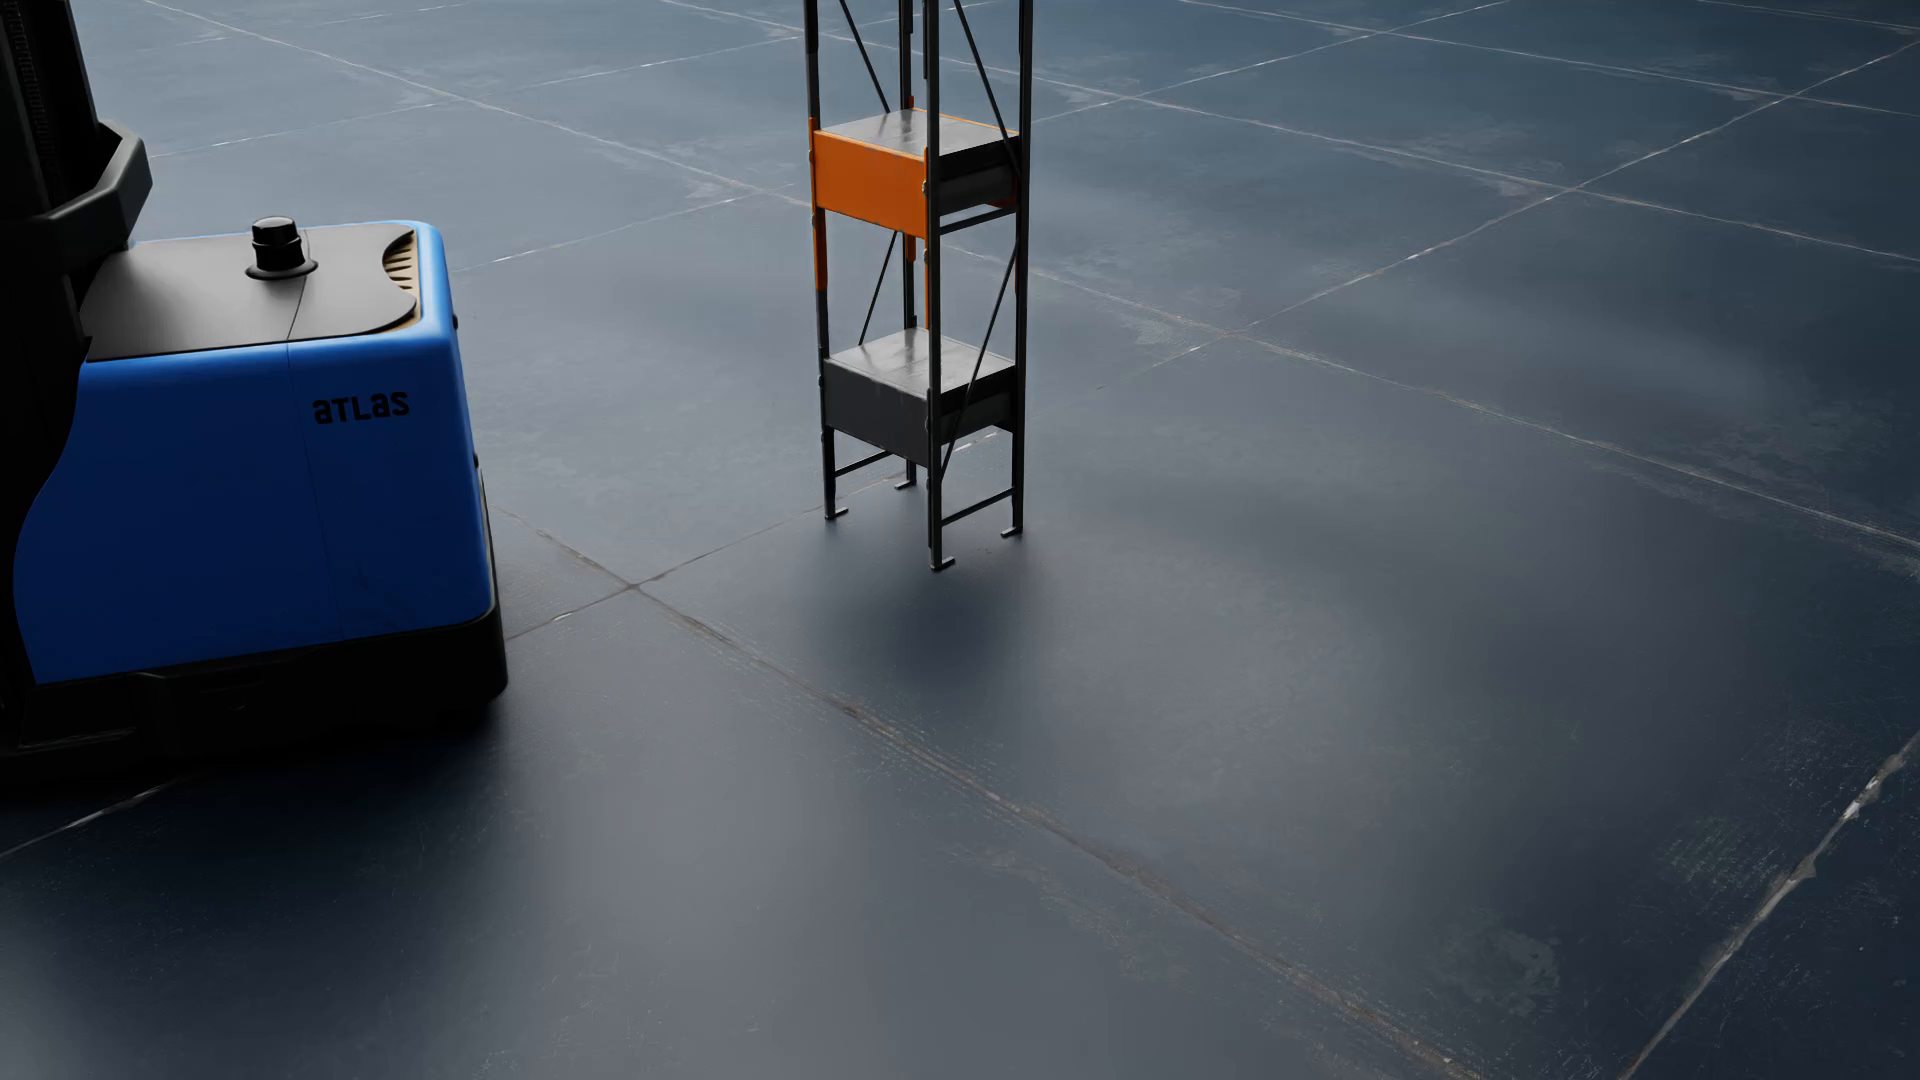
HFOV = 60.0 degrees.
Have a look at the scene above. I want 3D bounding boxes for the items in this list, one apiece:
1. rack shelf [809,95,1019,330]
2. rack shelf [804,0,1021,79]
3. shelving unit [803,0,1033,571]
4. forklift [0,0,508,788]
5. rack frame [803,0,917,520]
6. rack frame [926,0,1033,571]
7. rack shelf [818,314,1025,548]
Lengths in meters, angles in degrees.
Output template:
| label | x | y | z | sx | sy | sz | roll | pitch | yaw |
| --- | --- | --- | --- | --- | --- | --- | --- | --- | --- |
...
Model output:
| label | x | y | z | sx | sy | sz | roll | pitch | yaw |
| --- | --- | --- | --- | --- | --- | --- | --- | --- | --- |
| rack shelf | -0.118 | -0.971 | 4.870 | 0.480 | 0.518 | 0.431 | 25 | 36 | 38 |
| rack shelf | -0.118 | -1.591 | 4.545 | 0.480 | 0.518 | 0.431 | 25 | 36 | 38 |
| shelving unit | -0.118 | -0.983 | 4.864 | 0.503 | 2.100 | 0.431 | 25 | 36 | 38 |
| forklift | -2.765 | -0.845 | 3.708 | 3.031 | 2.935 | 1.130 | -8 | 29 | -15 |
| rack frame | -0.292 | -1.063 | 5.015 | 0.015 | 2.100 | 0.400 | 25 | 36 | 38 |
| rack frame | 0.056 | -0.904 | 4.713 | 0.015 | 2.100 | 0.400 | 25 | 36 | 38 |
| rack shelf | -0.118 | -0.352 | 5.196 | 0.480 | 0.518 | 0.431 | 25 | 36 | 38 |
